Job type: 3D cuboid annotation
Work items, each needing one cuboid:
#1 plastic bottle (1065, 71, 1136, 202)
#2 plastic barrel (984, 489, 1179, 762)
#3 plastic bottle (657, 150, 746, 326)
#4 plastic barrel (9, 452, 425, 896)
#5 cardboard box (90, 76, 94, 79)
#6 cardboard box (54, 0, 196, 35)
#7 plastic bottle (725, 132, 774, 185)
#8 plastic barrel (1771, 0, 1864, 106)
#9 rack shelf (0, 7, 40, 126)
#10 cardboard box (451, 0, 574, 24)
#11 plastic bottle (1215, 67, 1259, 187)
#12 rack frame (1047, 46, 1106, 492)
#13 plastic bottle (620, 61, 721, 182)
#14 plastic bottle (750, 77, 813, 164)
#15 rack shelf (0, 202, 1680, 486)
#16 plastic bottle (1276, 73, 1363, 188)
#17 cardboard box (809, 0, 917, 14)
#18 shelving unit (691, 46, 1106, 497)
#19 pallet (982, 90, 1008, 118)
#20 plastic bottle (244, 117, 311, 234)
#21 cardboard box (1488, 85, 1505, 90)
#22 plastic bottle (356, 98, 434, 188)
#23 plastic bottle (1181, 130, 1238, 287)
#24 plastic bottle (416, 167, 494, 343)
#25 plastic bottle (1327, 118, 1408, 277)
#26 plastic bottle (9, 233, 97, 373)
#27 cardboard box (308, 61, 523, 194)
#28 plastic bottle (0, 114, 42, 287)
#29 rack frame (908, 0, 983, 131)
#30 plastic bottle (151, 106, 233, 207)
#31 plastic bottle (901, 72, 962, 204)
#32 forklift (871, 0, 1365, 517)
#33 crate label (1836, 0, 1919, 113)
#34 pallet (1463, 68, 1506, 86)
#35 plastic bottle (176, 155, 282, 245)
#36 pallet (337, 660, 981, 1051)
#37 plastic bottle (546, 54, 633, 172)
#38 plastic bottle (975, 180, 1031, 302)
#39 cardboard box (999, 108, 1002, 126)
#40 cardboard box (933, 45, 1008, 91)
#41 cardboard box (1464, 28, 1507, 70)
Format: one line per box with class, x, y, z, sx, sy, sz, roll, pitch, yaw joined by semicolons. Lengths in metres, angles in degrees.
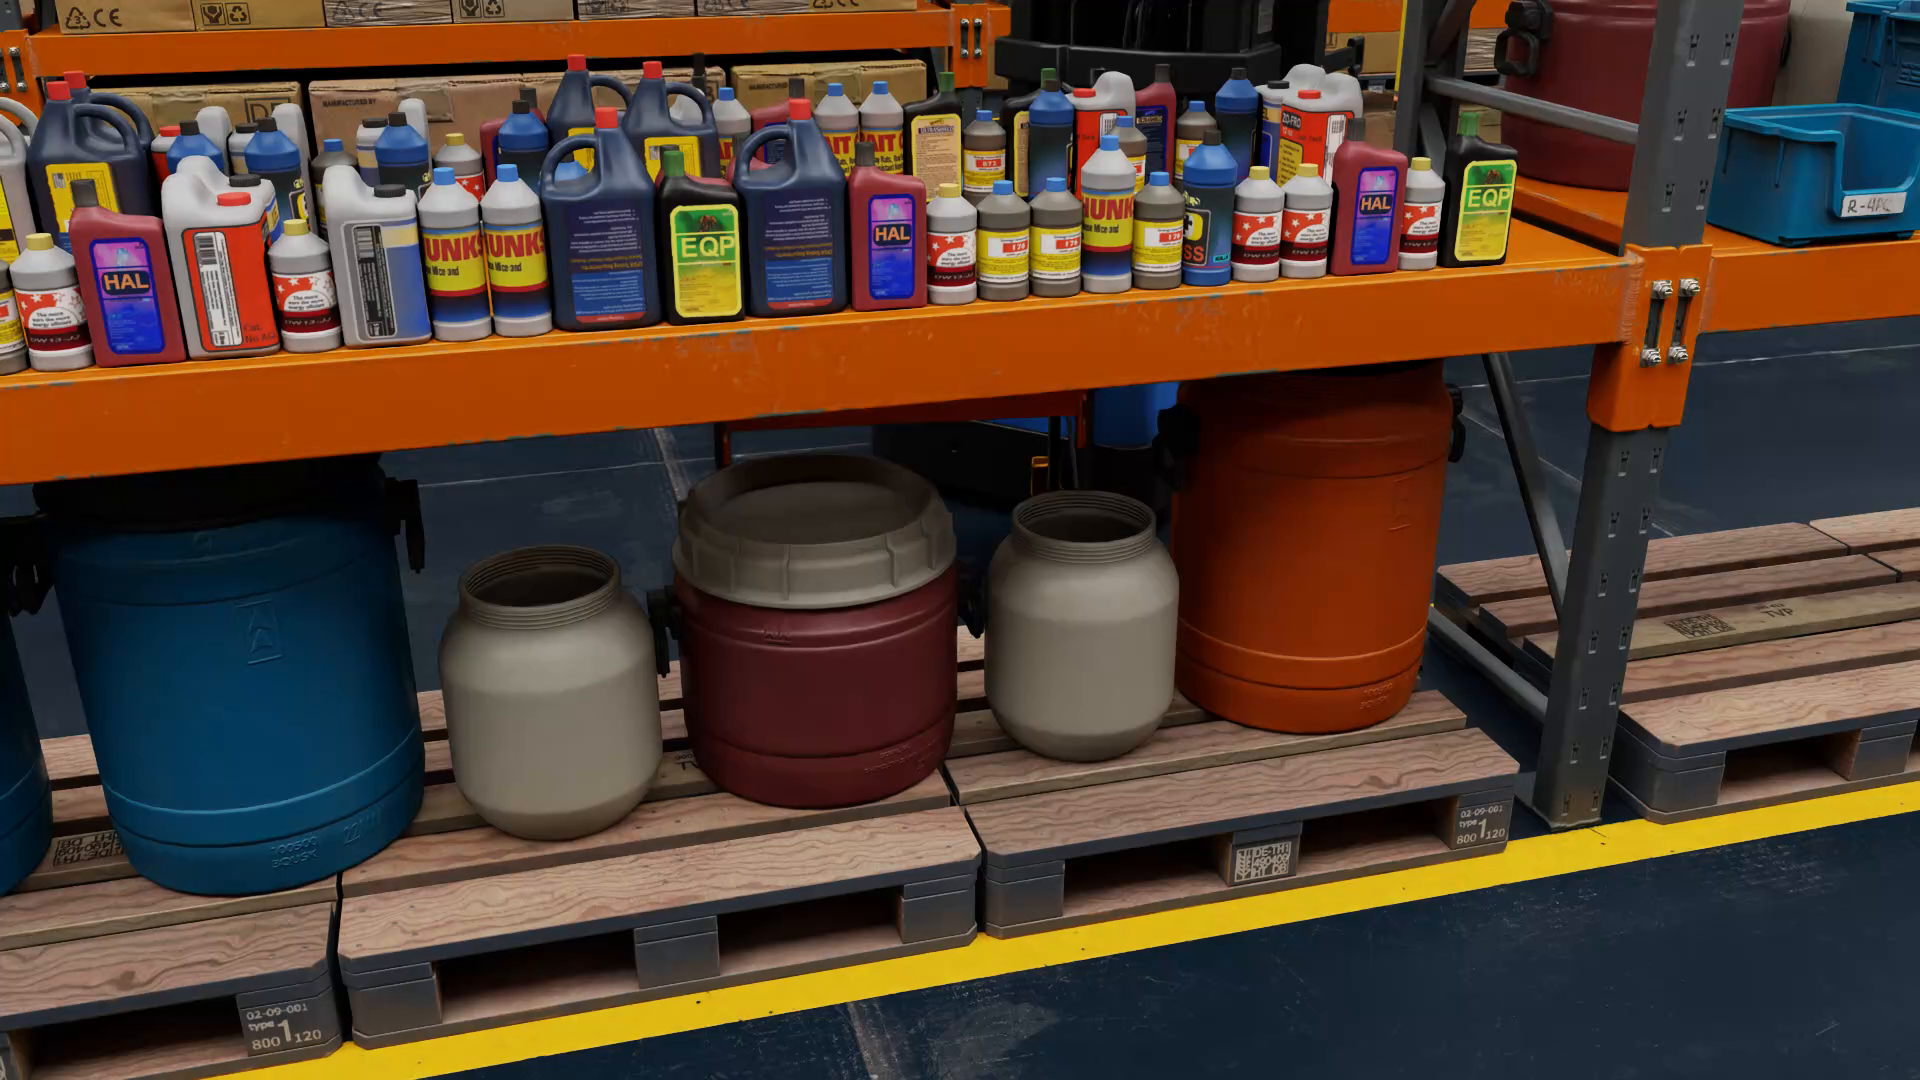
plastic bottle;0.300;-0.889;3.676;0.135;0.276;0.152;-6;24;-14
plastic barrel;0.264;0.184;3.639;0.421;0.512;0.421;0;23;0
plastic bottle;-0.431;-0.505;2.770;0.133;0.283;0.061;-6;24;-14
plastic barrel;-1.391;0.152;3.221;0.708;0.901;0.600;-6;24;-14
cardboard box;-5.927;-3.215;11.267;0.250;0.149;0.380;-7;24;-15
cardboard box;-3.429;-2.373;6.850;0.500;0.500;0.500;-6;24;-14
plastic bottle;-0.342;-0.574;2.931;0.133;0.283;0.061;-6;24;-14
plastic barrel;2.183;-1.161;4.010;0.421;0.512;0.421;0;23;0
rack shelf;-5.865;-1.830;6.622;4.000;0.370;1.077;-6;24;-14
cardboard box;-1.967;-2.537;7.233;0.500;0.500;0.500;-6;24;-13
plastic bottle;0.627;-0.934;3.787;0.097;0.271;0.097;0;23;0
rack frame;0.323;-0.609;4.768;0.032;1.500;0.500;-3;23;-7
plastic bottle;-0.574;-0.766;3.294;0.185;0.351;0.144;-6;24;-14
plastic bottle;-0.379;-0.836;3.543;0.133;0.283;0.061;-6;24;-14
rack shelf;-0.676;-0.375;3.233;4.000;0.370;1.077;-6;24;-14
plastic bottle;0.787;-0.881;3.656;0.135;0.276;0.152;-6;24;-14
cardboard box;-0.496;-2.699;7.608;0.500;0.500;0.500;-6;24;-13
shelving unit;-0.190;-0.581;4.703;1.083;1.500;0.587;-3;23;-7
pallet;0.621;-3.596;13.362;1.213;0.211;1.003;-6;24;-14
plastic bottle;-1.291;-0.660;3.147;0.097;0.271;0.097;0;23;0
cardboard box;3.166;-2.222;9.236;0.500;0.500;0.700;-8;25;-18
plastic bottle;-1.119;-0.732;3.310;0.135;0.276;0.152;-6;24;-14
plastic bottle;0.450;-0.604;3.017;0.097;0.271;0.097;0;23;0
plastic bottle;-0.819;-0.464;2.690;0.097;0.271;0.097;0;23;0
plastic bottle;0.753;-0.636;3.075;0.133;0.283;0.061;-6;24;-14
plastic bottle;-1.394;-0.368;2.555;0.097;0.201;0.097;0;23;0
cardboard box;-2.469;-1.761;7.712;0.875;0.875;1.225;-7;24;-16
plastic bottle;-1.766;-0.638;2.994;0.185;0.351;0.144;-6;24;-14
rack frame;-0.088;-2.799;7.970;0.127;3.000;1.000;-6;24;-14
plastic bottle;-1.472;-0.693;3.219;0.135;0.276;0.152;-6;24;-14
plastic bottle;-0.063;-0.871;3.624;0.133;0.283;0.061;-6;24;-14
forklift;0.890;-1.942;6.058;1.130;2.935;3.031;13;27;28
crate label;2.279;-0.938;3.588;0.616;0.435;0.502;-6;24;-14
pallet;4.451;-4.020;14.352;1.213;0.211;1.003;-6;24;-14
plastic bottle;-1.203;-0.497;2.761;0.135;0.276;0.152;-6;24;-14
pallet;-0.670;0.591;3.605;1.213;0.211;1.003;-6;24;-14
plastic bottle;-0.744;-0.810;3.395;0.185;0.351;0.144;-6;24;-14
plastic bottle;0.075;-0.530;2.934;0.097;0.201;0.097;0;23;0
cardboard box;0.552;-1.932;8.560;0.500;0.500;0.700;-8;24;-17
cardboard box;0.121;-3.977;13.036;0.750;0.750;1.050;-6;24;-14
cardboard box;4.012;-4.474;14.034;0.875;0.875;0.875;-6;24;-14
